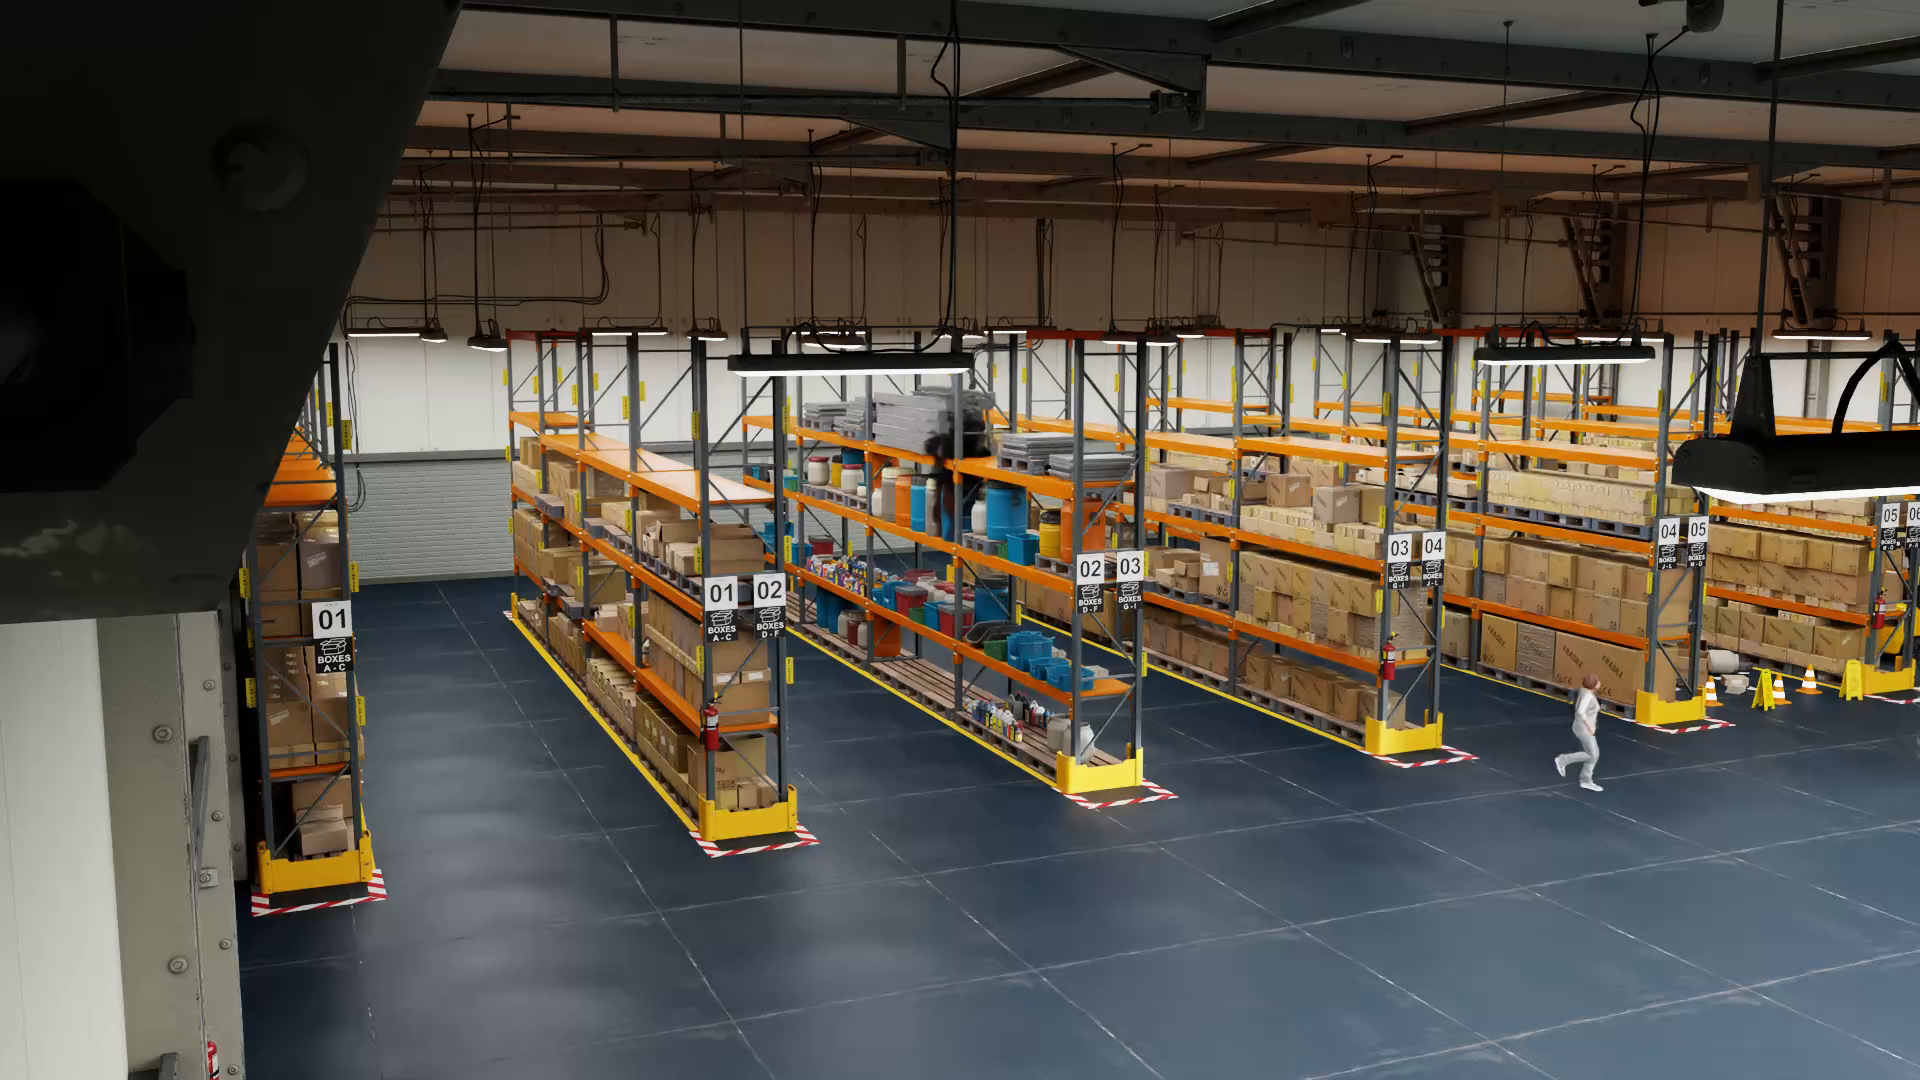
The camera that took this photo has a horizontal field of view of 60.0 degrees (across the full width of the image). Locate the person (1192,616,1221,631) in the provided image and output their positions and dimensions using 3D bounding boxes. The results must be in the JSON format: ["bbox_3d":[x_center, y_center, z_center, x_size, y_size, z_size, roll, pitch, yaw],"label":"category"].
[{"bbox_3d":[4.951,0.951,33.457,0.688,1.786,0.892,-5,9,-33],"label":"person"}]

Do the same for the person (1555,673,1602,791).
[{"bbox_3d":[8.306,2.554,22.274,0.603,1.568,0.561,2,8,16],"label":"person"}]
